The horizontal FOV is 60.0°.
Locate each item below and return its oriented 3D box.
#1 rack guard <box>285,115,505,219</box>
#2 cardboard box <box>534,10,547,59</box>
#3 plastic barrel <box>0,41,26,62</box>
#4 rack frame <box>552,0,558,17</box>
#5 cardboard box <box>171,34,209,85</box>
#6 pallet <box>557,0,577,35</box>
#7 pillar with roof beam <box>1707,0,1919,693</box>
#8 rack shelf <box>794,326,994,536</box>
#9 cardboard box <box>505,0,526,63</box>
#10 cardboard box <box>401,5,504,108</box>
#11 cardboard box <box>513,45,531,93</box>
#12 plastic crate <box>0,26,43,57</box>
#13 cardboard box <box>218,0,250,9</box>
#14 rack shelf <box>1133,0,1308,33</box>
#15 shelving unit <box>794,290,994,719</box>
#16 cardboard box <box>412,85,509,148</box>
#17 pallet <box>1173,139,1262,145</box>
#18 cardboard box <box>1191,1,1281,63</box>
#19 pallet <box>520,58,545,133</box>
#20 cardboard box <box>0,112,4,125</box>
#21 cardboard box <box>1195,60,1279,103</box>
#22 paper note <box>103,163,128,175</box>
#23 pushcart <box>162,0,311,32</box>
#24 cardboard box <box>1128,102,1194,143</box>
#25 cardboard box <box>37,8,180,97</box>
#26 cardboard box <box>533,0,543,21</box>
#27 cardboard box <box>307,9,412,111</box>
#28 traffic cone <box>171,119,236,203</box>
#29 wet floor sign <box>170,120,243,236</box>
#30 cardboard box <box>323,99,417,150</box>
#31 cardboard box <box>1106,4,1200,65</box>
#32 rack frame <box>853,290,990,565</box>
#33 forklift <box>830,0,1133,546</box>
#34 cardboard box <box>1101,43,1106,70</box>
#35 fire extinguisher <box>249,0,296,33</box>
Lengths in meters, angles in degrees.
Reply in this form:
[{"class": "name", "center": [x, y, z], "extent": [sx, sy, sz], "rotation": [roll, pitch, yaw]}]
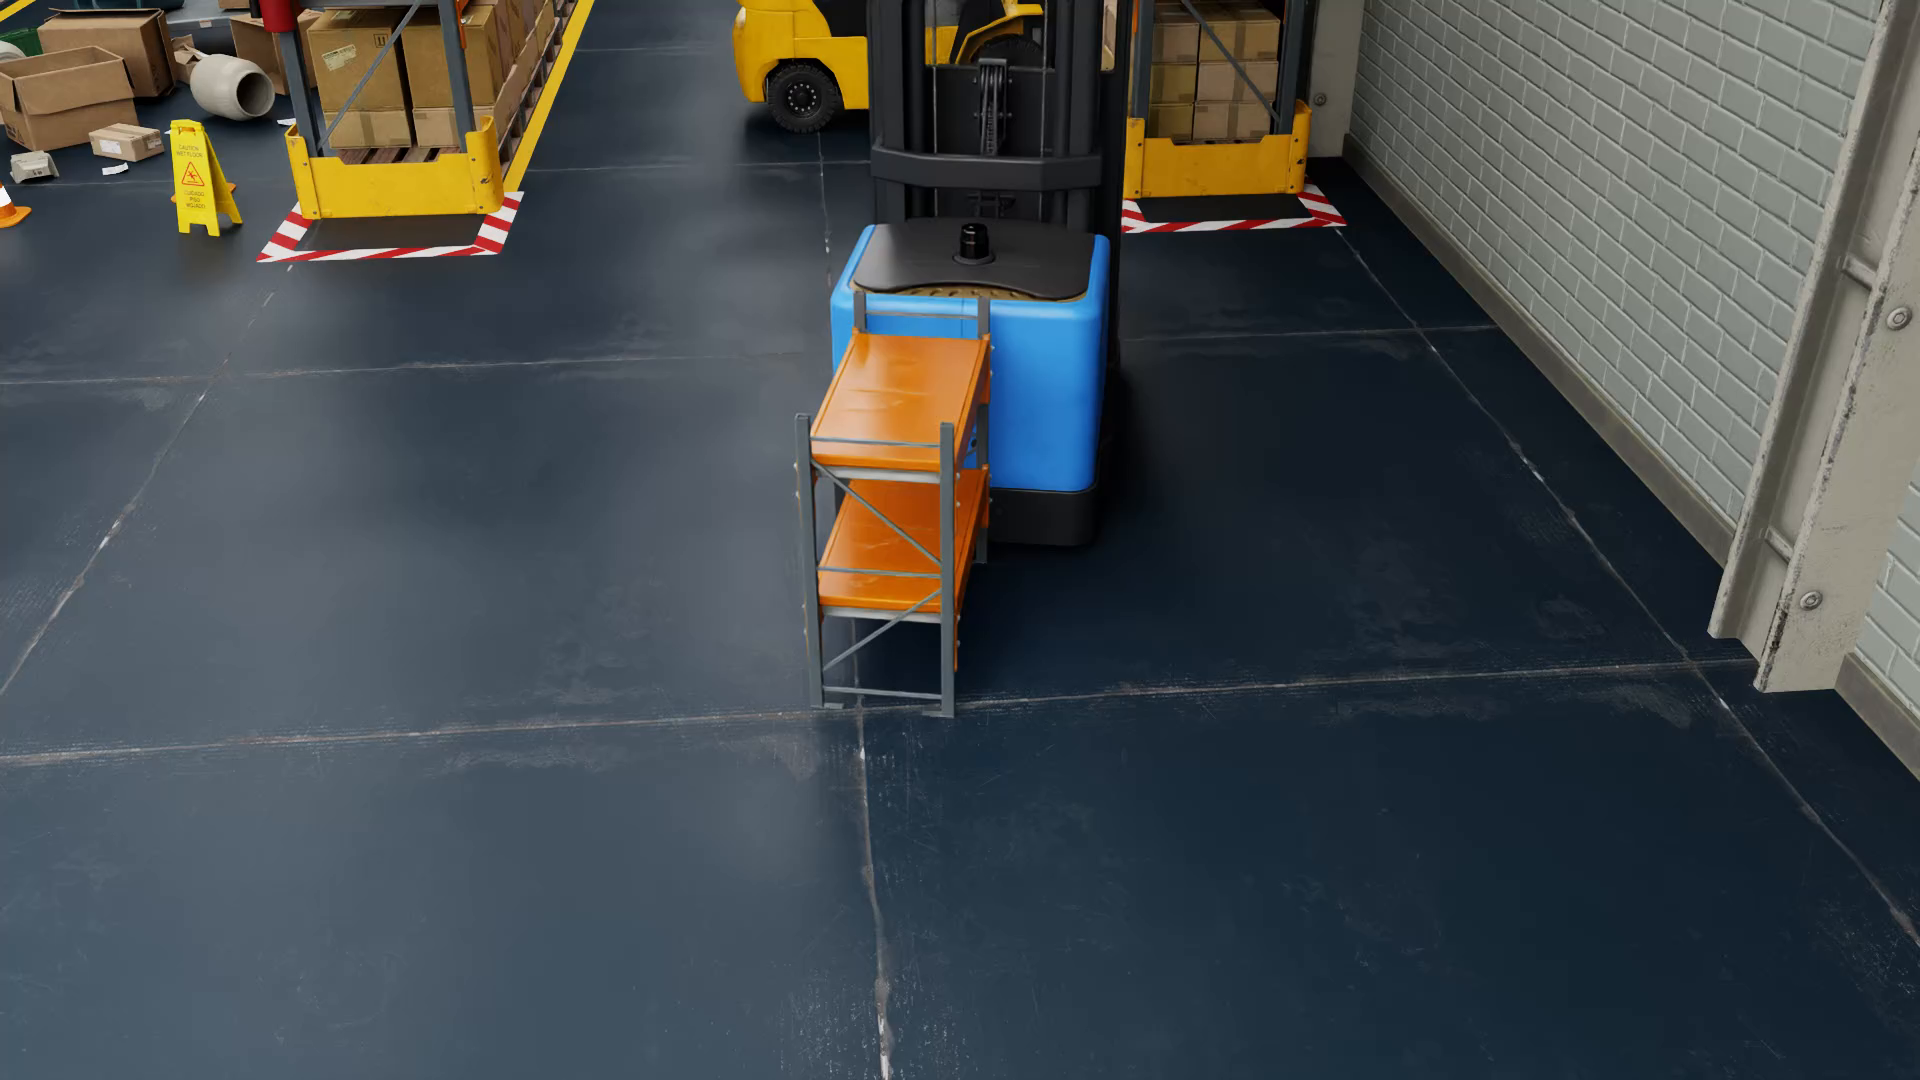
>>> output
[{"class": "rack guard", "center": [-3.391, -2.250, 10.030], "extent": [1.175, 0.500, 0.348], "rotation": [-3, 31, -5]}, {"class": "cardboard box", "center": [-3.375, -3.766, 12.402], "extent": [0.500, 0.250, 0.500], "rotation": [-4, 31, -6]}, {"class": "plastic barrel", "center": [-7.043, -3.426, 12.074], "extent": [0.512, 0.421, 0.421], "rotation": [20, 36, 29]}, {"class": "rack frame", "center": [-3.758, -5.327, 12.743], "extent": [1.000, 3.000, 0.127], "rotation": [-3, 31, -5]}, {"class": "cardboard box", "center": [-5.818, -3.634, 12.576], "extent": [0.396, 0.266, 0.258], "rotation": [27, 40, 37]}, {"class": "pallet", "center": [-3.832, -4.527, 14.123], "extent": [1.003, 0.211, 1.213], "rotation": [-3, 31, -5]}, {"class": "pillar with roof beam", "center": [-1.336, -3.229, 3.380], "extent": [9.100, 9.000, 0.400], "rotation": [-3, 31, -5]}, {"class": "rack shelf", "center": [-0.204, -0.401, 5.753], "extent": [0.538, 0.278, 1.000], "rotation": [4, 31, 6]}, {"class": "cardboard box", "center": [-3.279, -3.567, 11.337], "extent": [0.500, 0.500, 0.500], "rotation": [-2, 31, -4]}, {"class": "cardboard box", "center": [-3.187, -3.044, 10.461], "extent": [0.500, 0.500, 0.500], "rotation": [-4, 31, -6]}, {"class": "cardboard box", "center": [-3.288, -3.249, 11.535], "extent": [0.500, 0.250, 0.500], "rotation": [-1, 31, -1]}, {"class": "plastic crate", "center": [-7.356, -3.830, 12.922], "extent": [0.450, 0.188, 0.662], "rotation": [4, 30, 26]}, {"class": "cardboard box", "center": [-5.527, -4.478, 13.021], "extent": [0.500, 0.500, 0.500], "rotation": [-3, 31, -5]}, {"class": "rack shelf", "center": [1.371, -4.237, 11.619], "extent": [1.077, 0.370, 4.000], "rotation": [-3, 31, -5]}, {"class": "shelving unit", "center": [-0.204, -0.150, 5.904], "extent": [0.538, 1.125, 1.048], "rotation": [4, 31, 6]}, {"class": "cardboard box", "center": [-3.184, -2.710, 10.633], "extent": [0.500, 0.250, 0.500], "rotation": [-3, 31, -5]}, {"class": "pallet", "center": [1.445, -2.716, 11.091], "extent": [1.003, 0.211, 1.213], "rotation": [-3, 31, -5]}, {"class": "cardboard box", "center": [1.701, -3.208, 10.492], "extent": [0.500, 0.250, 0.500], "rotation": [-3, 31, -5]}, {"class": "pallet", "center": [-3.543, -3.164, 11.842], "extent": [1.003, 0.211, 1.213], "rotation": [-3, 31, -5]}, {"class": "cardboard box", "center": [-6.682, -3.075, 11.639], "extent": [0.396, 0.266, 0.258], "rotation": [2, 31, 4]}, {"class": "cardboard box", "center": [1.721, -2.989, 10.613], "extent": [0.500, 0.250, 0.500], "rotation": [-2, 31, -4]}, {"class": "paper note", "center": [-5.454, -2.397, 10.734], "extent": [0.148, 0.019, 0.142], "rotation": [-14, 33, -22]}, {"class": "pushcart", "center": [-6.023, -4.066, 13.190], "extent": [1.648, 0.377, 0.936], "rotation": [-14, 33, -22]}, {"class": "cardboard box", "center": [1.199, -2.749, 10.699], "extent": [0.500, 0.250, 0.500], "rotation": [-3, 31, -4]}, {"class": "cardboard box", "center": [-6.164, -3.524, 12.026], "extent": [0.797, 0.637, 0.503], "rotation": [-3, 31, -5]}, {"class": "cardboard box", "center": [-3.386, -4.100, 12.229], "extent": [0.500, 0.500, 0.500], "rotation": [-2, 31, -4]}, {"class": "cardboard box", "center": [-3.718, -3.003, 10.393], "extent": [0.500, 0.500, 0.500], "rotation": [-3, 31, -4]}, {"class": "traffic cone", "center": [-4.708, -2.353, 10.239], "extent": [0.336, 0.463, 0.334], "rotation": [-3, 31, -5]}, {"class": "wet floor sign", "center": [-4.431, -2.126, 9.679], "extent": [0.267, 0.644, 0.232], "rotation": [8, 32, 13]}, {"class": "cardboard box", "center": [-3.730, -2.697, 10.611], "extent": [0.500, 0.250, 0.500], "rotation": [-3, 31, -5]}, {"class": "cardboard box", "center": [1.204, -3.174, 10.435], "extent": [0.500, 0.250, 0.500], "rotation": [-2, 31, -3]}, {"class": "rack frame", "center": [-0.141, -0.408, 6.337], "extent": [0.500, 1.125, 0.032], "rotation": [4, 31, 6]}, {"class": "forklift", "center": [0.190, -1.968, 7.187], "extent": [1.130, 2.935, 3.031], "rotation": [4, 31, 6]}, {"class": "cardboard box", "center": [1.165, -3.229, 11.015], "extent": [0.500, 0.250, 0.500], "rotation": [-3, 31, -5]}, {"class": "fire extinguisher", "center": [-3.832, -3.171, 9.209], "extent": [0.296, 0.674, 0.183], "rotation": [-3, 31, -5]}]
